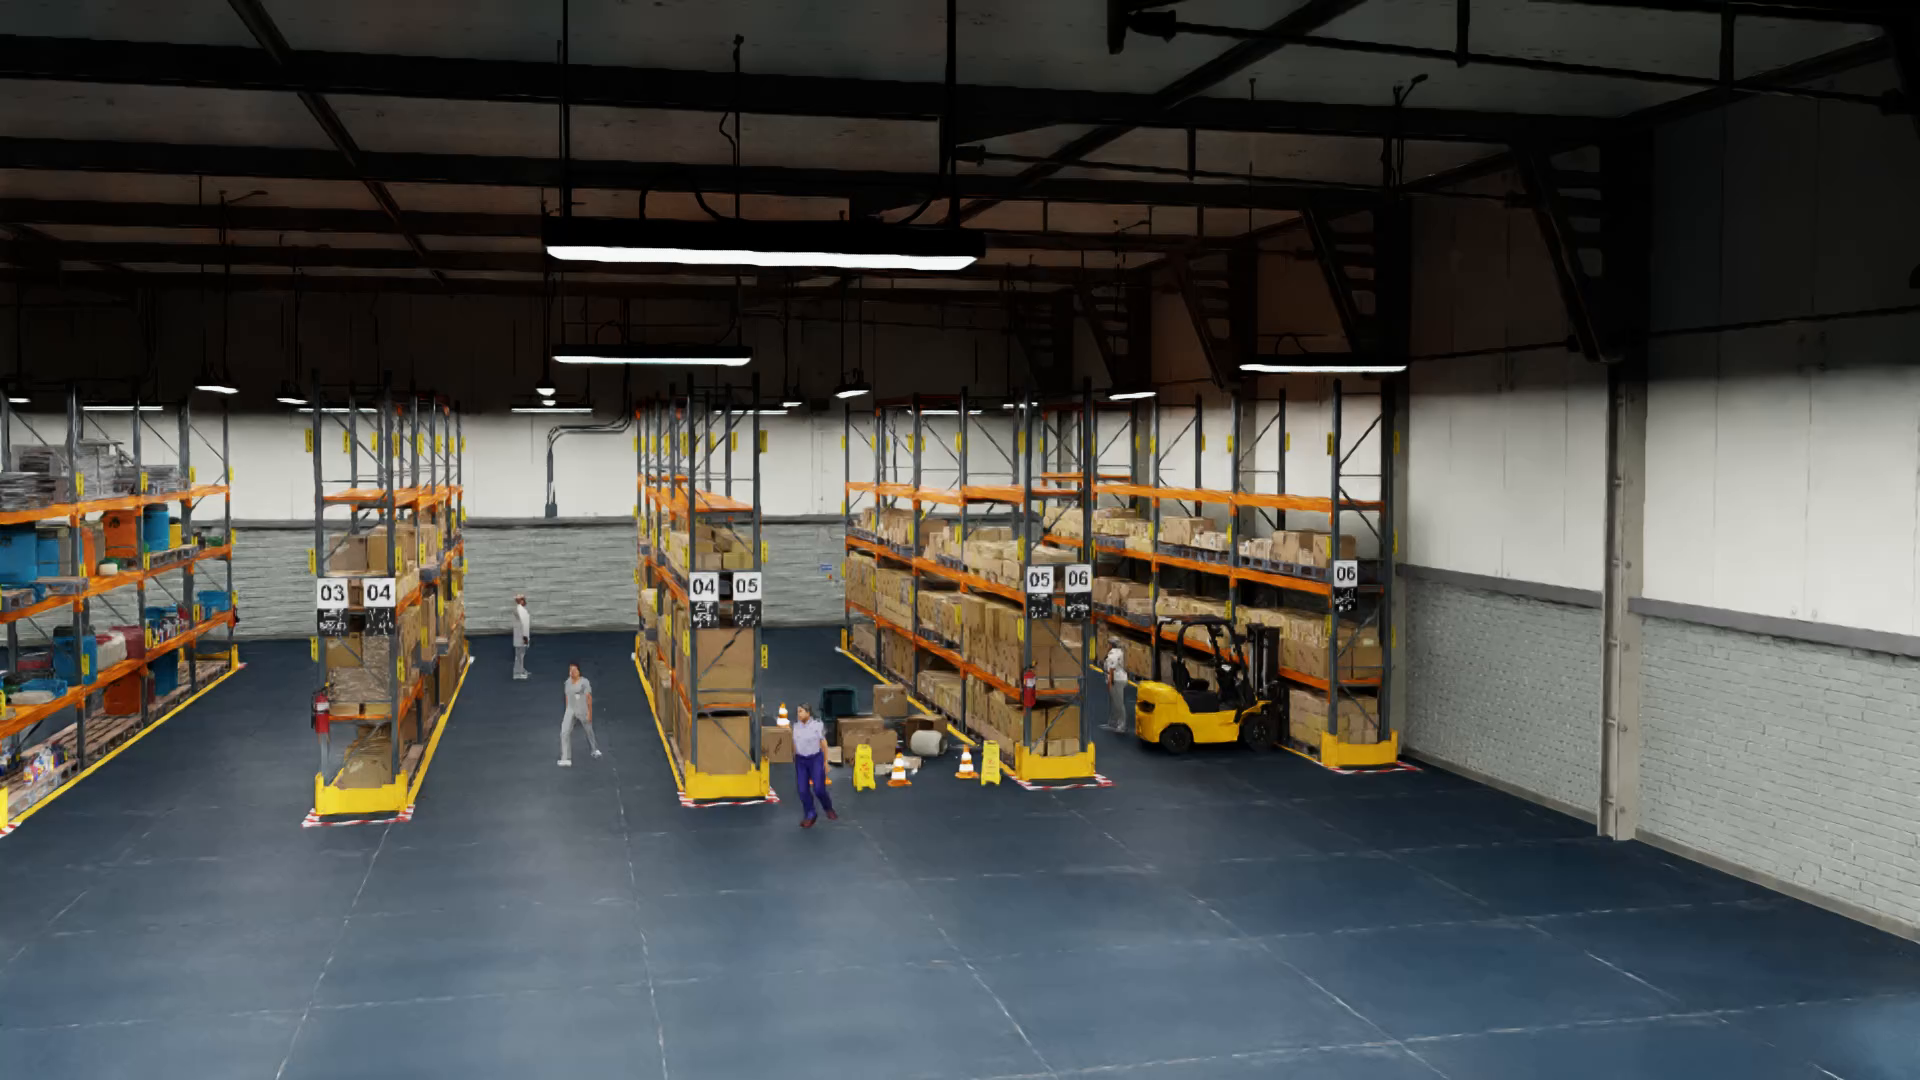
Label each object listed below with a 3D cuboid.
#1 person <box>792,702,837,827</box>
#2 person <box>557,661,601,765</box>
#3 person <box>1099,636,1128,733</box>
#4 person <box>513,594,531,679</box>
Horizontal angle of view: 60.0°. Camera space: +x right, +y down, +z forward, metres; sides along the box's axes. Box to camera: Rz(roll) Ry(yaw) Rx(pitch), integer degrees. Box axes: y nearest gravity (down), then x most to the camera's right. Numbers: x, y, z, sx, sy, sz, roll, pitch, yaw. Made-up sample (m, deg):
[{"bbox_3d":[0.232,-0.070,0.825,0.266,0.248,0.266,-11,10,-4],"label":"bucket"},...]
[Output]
[{"bbox_3d":[-1.937,2.933,21.875,0.514,1.619,0.535,1,4,24],"label":"person"},{"bbox_3d":[-5.977,2.687,26.114,0.494,1.609,0.954,0,3,7],"label":"person"},{"bbox_3d":[2.668,2.492,28.907,0.556,1.659,0.598,1,3,17],"label":"person"},{"bbox_3d":[-9.354,2.041,35.517,0.446,1.782,0.674,-2,4,-27],"label":"person"}]
